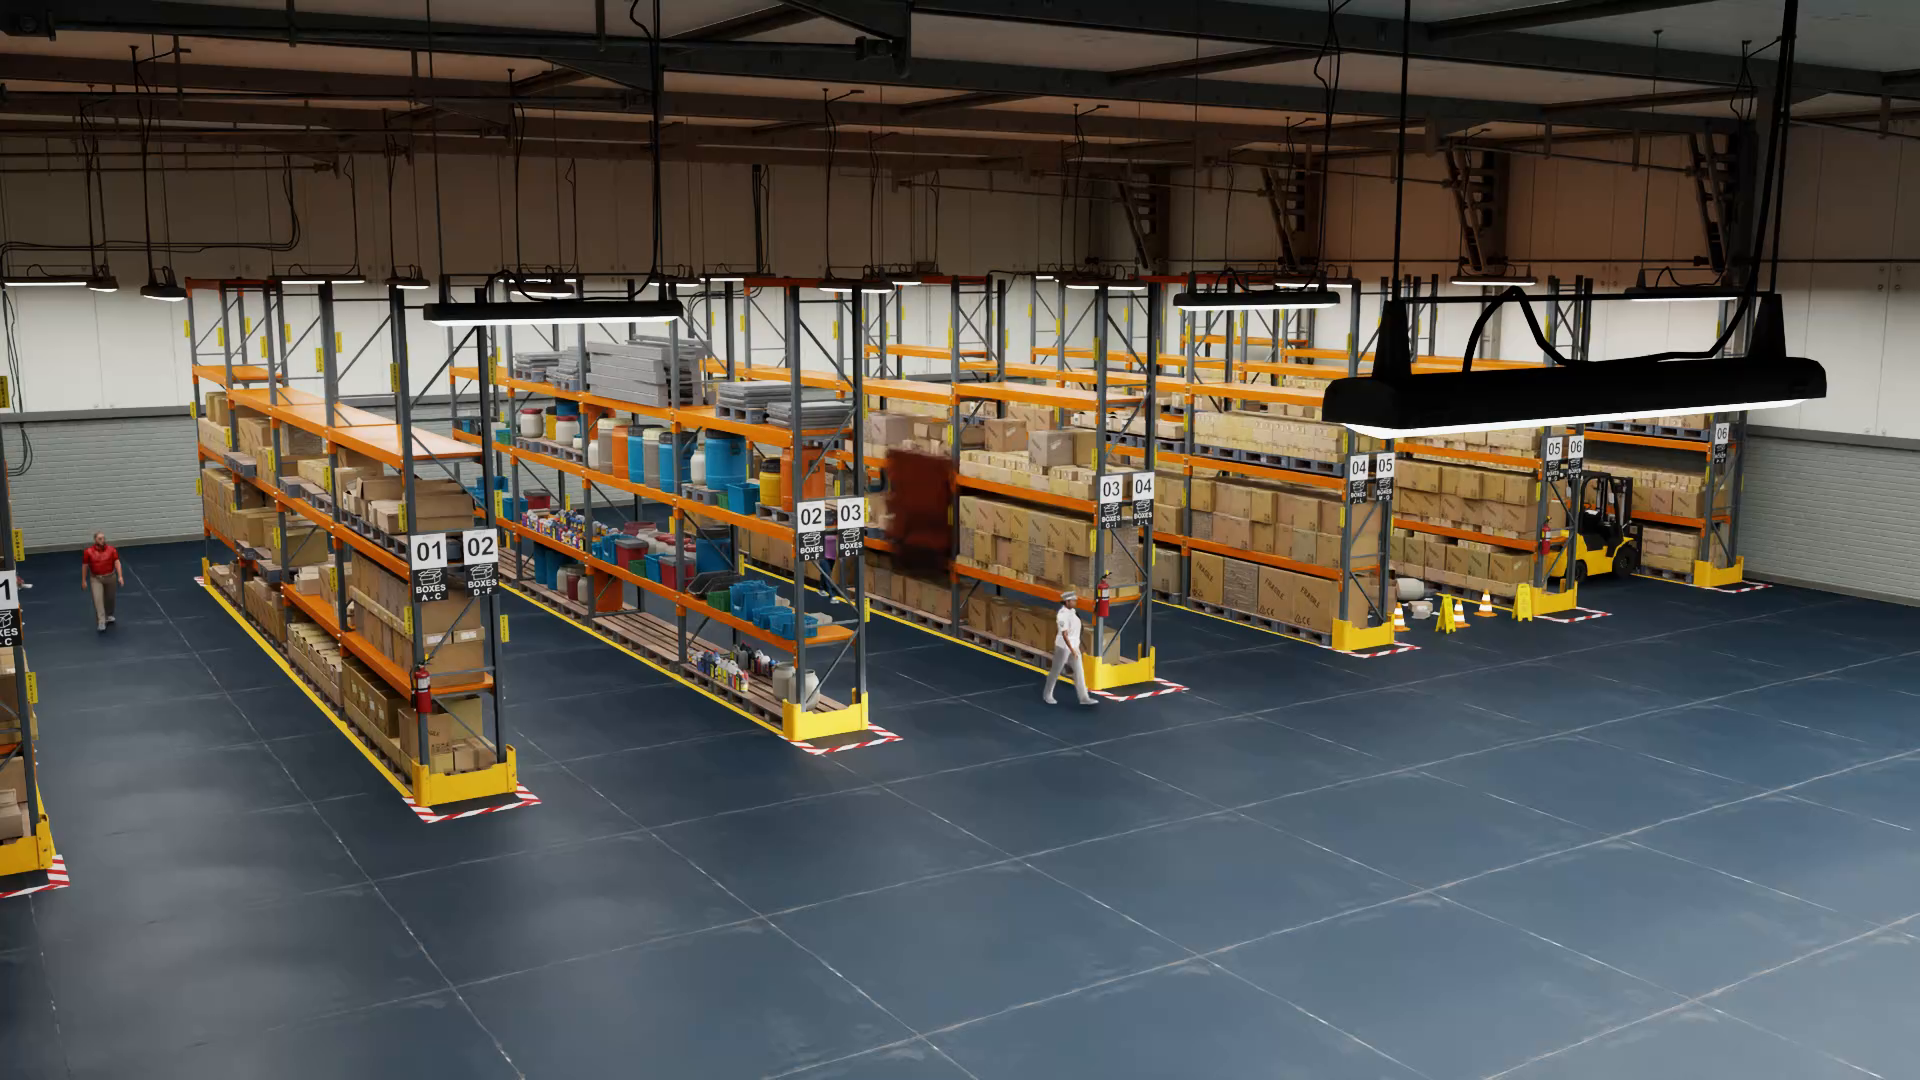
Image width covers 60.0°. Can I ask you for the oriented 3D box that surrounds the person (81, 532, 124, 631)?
[{"bbox_3d":[-14.860,0.686,28.806,0.653,1.658,1.074,-5,11,-30],"label":"person"}]

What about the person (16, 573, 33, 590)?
[{"bbox_3d":[-18.468,0.184,31.926,1.022,1.593,0.437,-7,12,-35],"label":"person"}]

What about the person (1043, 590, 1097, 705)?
[{"bbox_3d":[1.588,1.540,23.786,0.859,1.656,0.451,7,12,37],"label":"person"}]

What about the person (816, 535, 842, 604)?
[{"bbox_3d":[-2.346,0.309,29.606,0.439,1.548,0.937,-6,11,-33],"label":"person"}]
